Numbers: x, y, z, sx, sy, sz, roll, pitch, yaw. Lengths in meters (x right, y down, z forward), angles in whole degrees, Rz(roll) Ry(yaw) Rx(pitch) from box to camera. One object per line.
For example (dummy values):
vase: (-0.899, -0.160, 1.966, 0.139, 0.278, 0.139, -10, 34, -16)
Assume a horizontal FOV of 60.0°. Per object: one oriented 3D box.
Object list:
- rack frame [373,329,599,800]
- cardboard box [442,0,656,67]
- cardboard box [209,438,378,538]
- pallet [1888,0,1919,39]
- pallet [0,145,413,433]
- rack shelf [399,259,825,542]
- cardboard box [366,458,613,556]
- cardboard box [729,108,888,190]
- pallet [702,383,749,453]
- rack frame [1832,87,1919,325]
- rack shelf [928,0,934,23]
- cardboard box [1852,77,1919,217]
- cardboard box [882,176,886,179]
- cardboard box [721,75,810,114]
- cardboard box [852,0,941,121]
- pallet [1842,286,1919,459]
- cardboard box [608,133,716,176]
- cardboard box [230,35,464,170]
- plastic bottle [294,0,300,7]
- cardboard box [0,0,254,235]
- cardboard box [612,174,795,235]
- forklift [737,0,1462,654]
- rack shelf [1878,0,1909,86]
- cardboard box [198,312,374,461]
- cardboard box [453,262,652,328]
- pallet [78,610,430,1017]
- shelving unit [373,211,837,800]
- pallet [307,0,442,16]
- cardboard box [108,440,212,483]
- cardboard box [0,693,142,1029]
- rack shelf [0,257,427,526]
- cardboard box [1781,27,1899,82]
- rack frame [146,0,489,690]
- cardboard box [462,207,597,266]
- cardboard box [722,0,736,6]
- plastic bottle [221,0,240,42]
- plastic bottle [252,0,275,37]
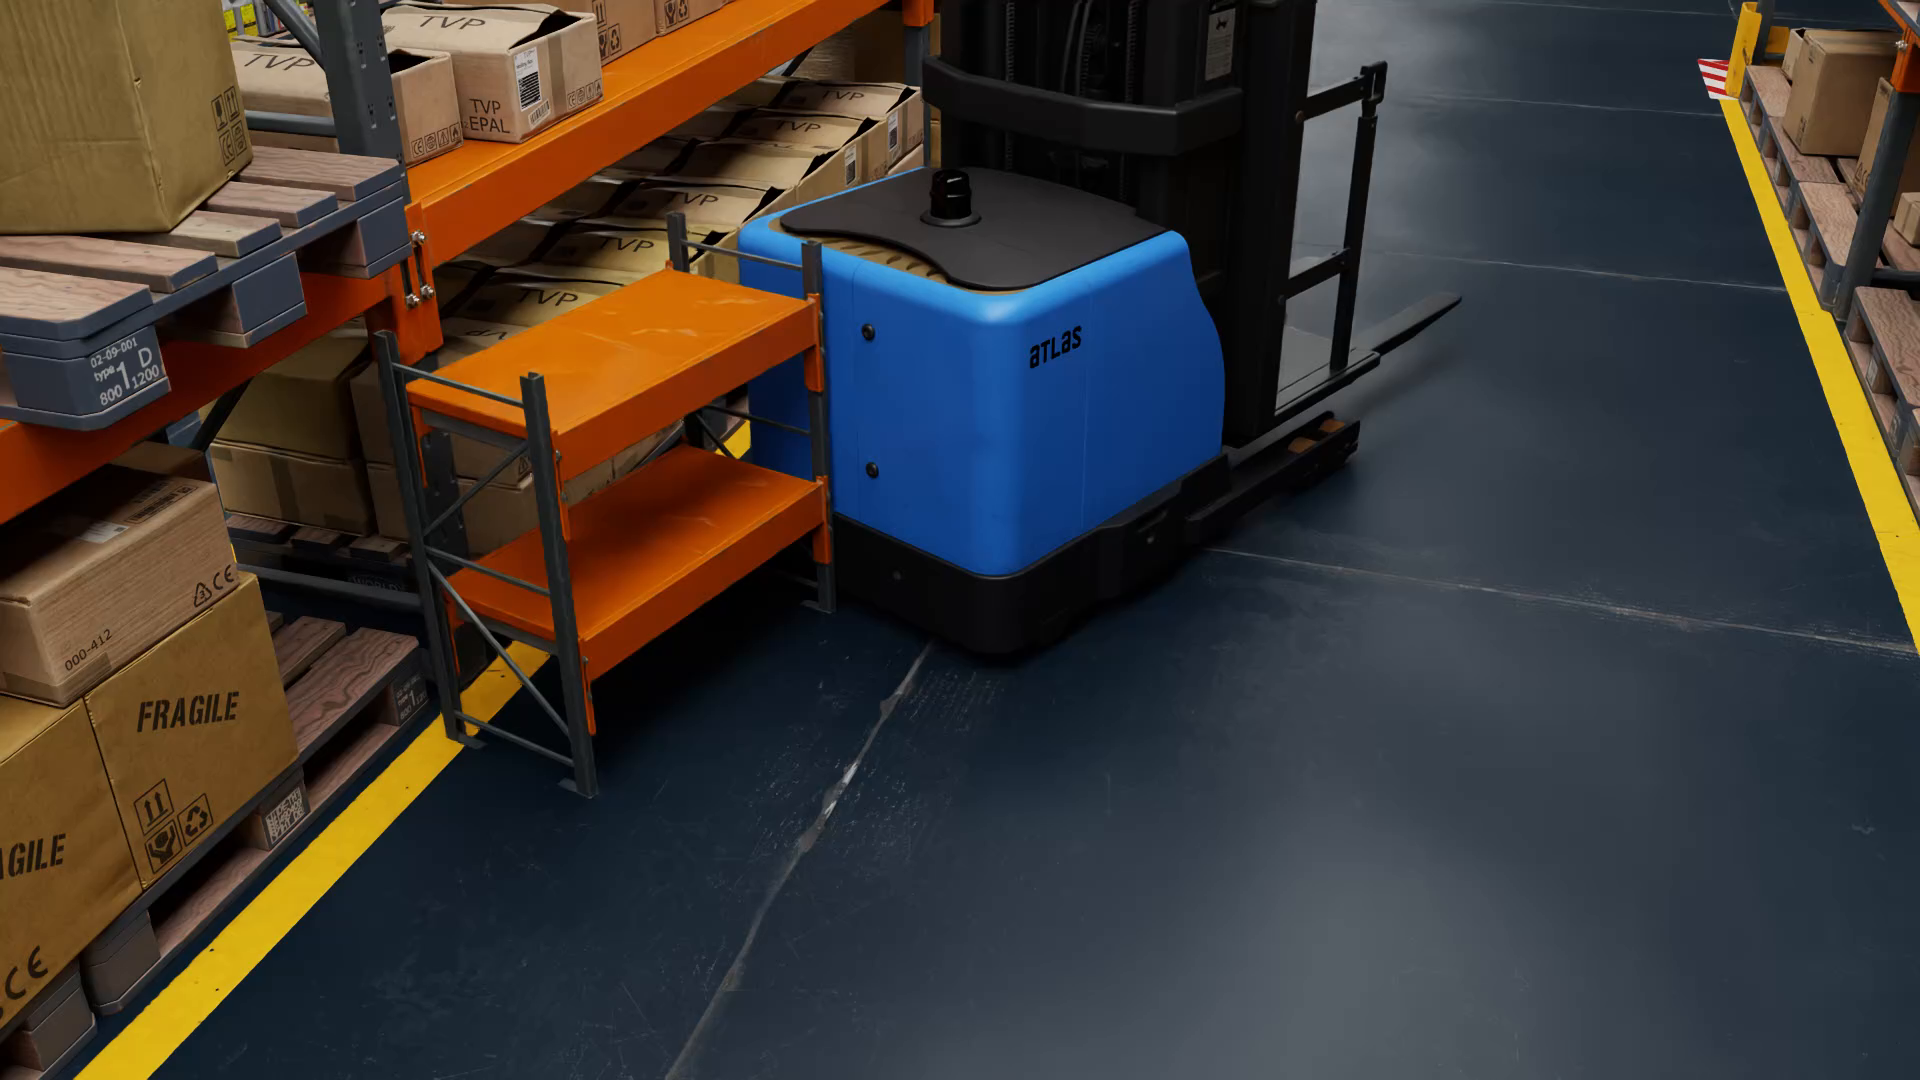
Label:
rack frame: (-1.115, 0.080, 3.949, 0.500, 1.125, 0.032, 17, 33, 27)
cardboard box: (-1.328, -1.830, 5.352, 0.500, 0.500, 0.500, 7, 30, 12)
cardboard box: (-1.884, -0.266, 5.039, 0.500, 0.250, 0.500, 9, 30, 16)
pallet: (3.742, -1.740, 5.490, 1.003, 0.211, 1.213, 8, 30, 15)
pallet: (-1.937, -0.596, 3.433, 1.213, 0.211, 1.003, 8, 30, 15)
rack shelf: (-0.848, -0.387, 4.186, 0.538, 0.278, 1.000, 17, 33, 27)
cardboard box: (-1.370, -0.188, 4.899, 0.500, 0.250, 0.500, 8, 30, 15)
cardboard box: (-0.622, -1.619, 6.894, 0.500, 0.311, 0.500, 9, 30, 16)
pallet: (-1.166, -0.728, 6.342, 1.003, 0.211, 1.213, 8, 30, 15)
rack frame: (4.106, -2.158, 6.044, 1.000, 3.000, 0.127, 8, 30, 15)
rack shelf: (-0.044, -3.479, 9.158, 1.077, 0.370, 4.000, 8, 30, 15)
cardboard box: (4.372, -1.746, 7.422, 0.500, 0.500, 0.500, 6, 30, 11)
cardboard box: (-0.626, -1.377, 7.035, 0.500, 0.250, 0.500, 8, 30, 14)
cardboard box: (-0.990, -1.934, 7.461, 0.500, 0.311, 0.500, 9, 30, 15)
cardboard box: (-0.195, -2.344, 8.003, 0.500, 0.500, 0.500, 8, 30, 15)
pallet: (3.879, -0.578, 6.071, 1.003, 0.211, 1.213, 8, 30, 15)
cardboard box: (-1.293, -1.461, 6.611, 0.500, 0.311, 0.500, 8, 30, 13)
cardboard box: (-1.656, -1.128, 4.285, 0.500, 0.311, 0.500, 10, 31, 18)
plastic bottle: (-4.328, -3.463, 10.732, 0.061, 0.283, 0.133, 9, 30, 16)
cardboard box: (-1.882, -0.923, 3.289, 0.700, 0.500, 0.500, -1, 29, -2)
cardboard box: (-0.922, -1.154, 6.059, 0.500, 0.311, 0.500, 8, 30, 14)
forklift: (0.716, -1.603, 5.117, 1.130, 2.935, 3.031, 23, 37, 35)
rack shelf: (4.693, -2.773, 7.890, 1.077, 0.370, 4.000, 8, 30, 15)
cardboard box: (-1.887, -0.510, 4.901, 0.500, 0.311, 0.500, 9, 30, 16)
cardboard box: (-1.224, -0.678, 5.204, 0.500, 0.311, 0.500, 8, 30, 14)
pallet: (-2.060, 0.556, 4.034, 1.003, 0.211, 1.213, 8, 30, 15)
shelving unit: (-0.848, -0.131, 4.328, 0.538, 1.125, 1.048, 17, 33, 27)
pallet: (-4.412, -3.794, 11.852, 1.003, 0.211, 1.213, 8, 30, 15)
cardboard box: (-2.212, 0.066, 4.164, 0.500, 0.500, 0.500, 10, 31, 17)
cardboard box: (-2.007, 0.604, 3.197, 0.500, 0.500, 0.500, 7, 30, 13)
rack shelf: (-2.392, 0.239, 2.474, 1.077, 0.370, 4.000, 8, 30, 15)
cardboard box: (4.991, -2.726, 9.378, 0.500, 0.311, 0.500, 5, 30, 9)
rack frame: (-1.805, -1.005, 3.970, 1.000, 3.000, 0.127, 8, 30, 15)
cardboard box: (-1.589, -0.987, 5.758, 0.500, 0.311, 0.500, 8, 30, 15)
cardboard box: (-1.026, -2.308, 6.210, 0.500, 0.500, 0.500, 11, 31, 18)
plastic bottle: (-4.551, -3.208, 10.203, 0.144, 0.351, 0.185, 8, 30, 14)
plastic bottle: (-4.452, -3.339, 10.516, 0.152, 0.276, 0.135, 8, 30, 13)
